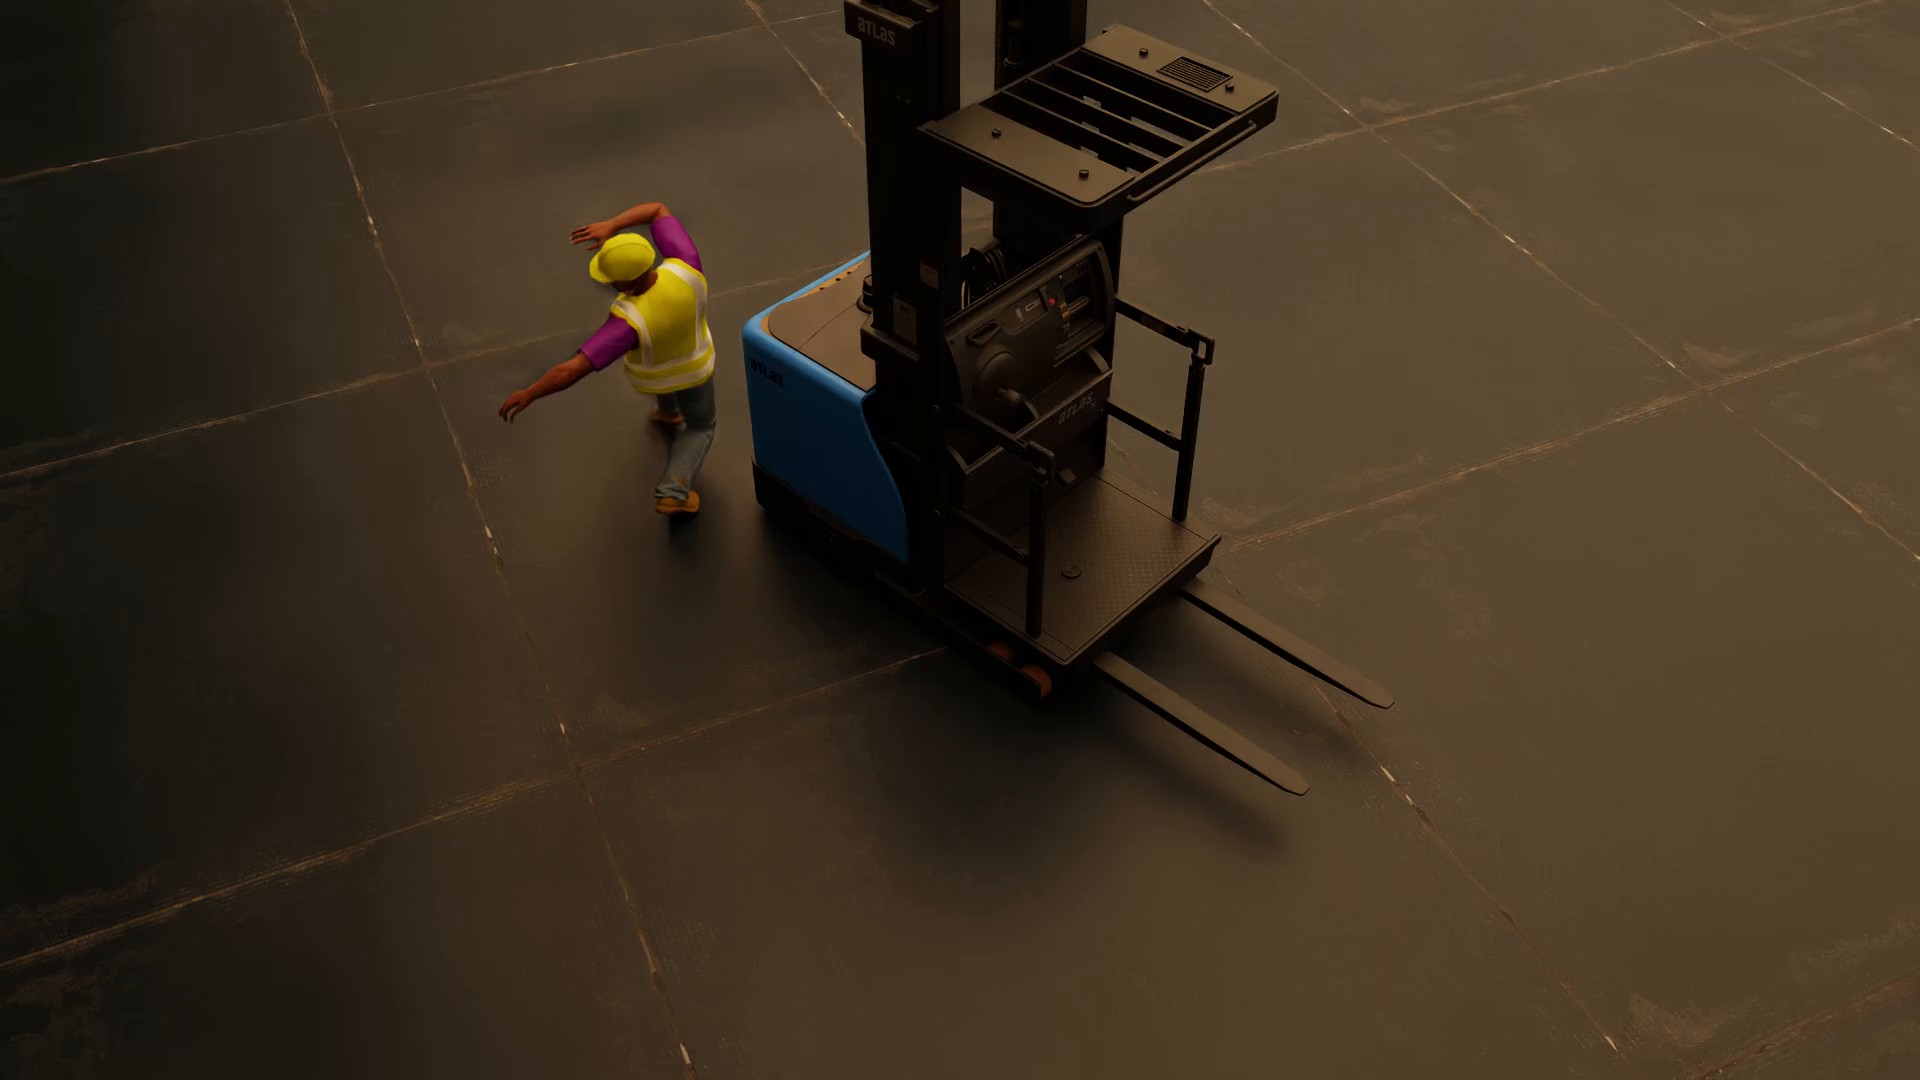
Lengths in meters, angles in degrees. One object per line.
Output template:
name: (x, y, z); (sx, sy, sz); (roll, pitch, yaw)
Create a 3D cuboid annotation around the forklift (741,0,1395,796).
forklift: (0.445, -0.788, 6.525); (3.031, 2.935, 1.130); (32, 52, 30)

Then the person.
person: (-1.637, -0.846, 7.665); (0.998, 1.474, 0.968); (-11, 44, -11)
